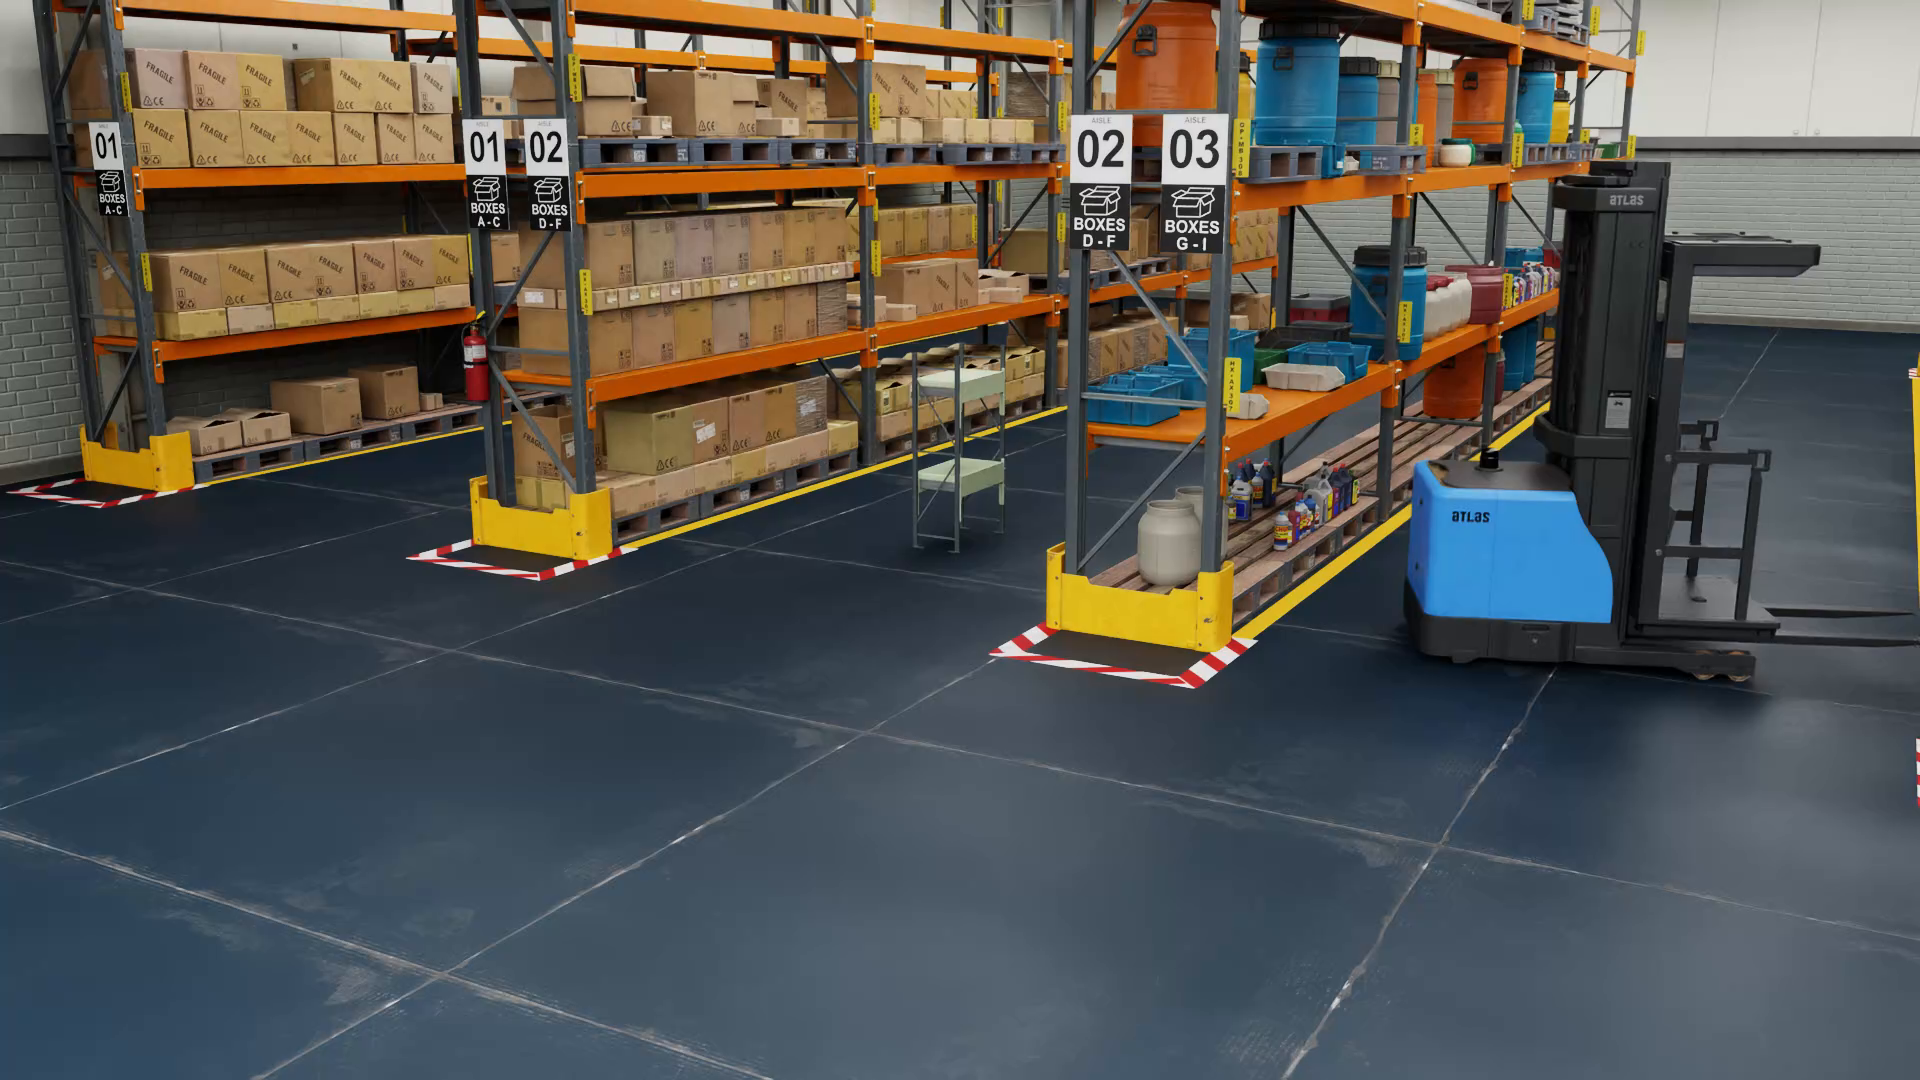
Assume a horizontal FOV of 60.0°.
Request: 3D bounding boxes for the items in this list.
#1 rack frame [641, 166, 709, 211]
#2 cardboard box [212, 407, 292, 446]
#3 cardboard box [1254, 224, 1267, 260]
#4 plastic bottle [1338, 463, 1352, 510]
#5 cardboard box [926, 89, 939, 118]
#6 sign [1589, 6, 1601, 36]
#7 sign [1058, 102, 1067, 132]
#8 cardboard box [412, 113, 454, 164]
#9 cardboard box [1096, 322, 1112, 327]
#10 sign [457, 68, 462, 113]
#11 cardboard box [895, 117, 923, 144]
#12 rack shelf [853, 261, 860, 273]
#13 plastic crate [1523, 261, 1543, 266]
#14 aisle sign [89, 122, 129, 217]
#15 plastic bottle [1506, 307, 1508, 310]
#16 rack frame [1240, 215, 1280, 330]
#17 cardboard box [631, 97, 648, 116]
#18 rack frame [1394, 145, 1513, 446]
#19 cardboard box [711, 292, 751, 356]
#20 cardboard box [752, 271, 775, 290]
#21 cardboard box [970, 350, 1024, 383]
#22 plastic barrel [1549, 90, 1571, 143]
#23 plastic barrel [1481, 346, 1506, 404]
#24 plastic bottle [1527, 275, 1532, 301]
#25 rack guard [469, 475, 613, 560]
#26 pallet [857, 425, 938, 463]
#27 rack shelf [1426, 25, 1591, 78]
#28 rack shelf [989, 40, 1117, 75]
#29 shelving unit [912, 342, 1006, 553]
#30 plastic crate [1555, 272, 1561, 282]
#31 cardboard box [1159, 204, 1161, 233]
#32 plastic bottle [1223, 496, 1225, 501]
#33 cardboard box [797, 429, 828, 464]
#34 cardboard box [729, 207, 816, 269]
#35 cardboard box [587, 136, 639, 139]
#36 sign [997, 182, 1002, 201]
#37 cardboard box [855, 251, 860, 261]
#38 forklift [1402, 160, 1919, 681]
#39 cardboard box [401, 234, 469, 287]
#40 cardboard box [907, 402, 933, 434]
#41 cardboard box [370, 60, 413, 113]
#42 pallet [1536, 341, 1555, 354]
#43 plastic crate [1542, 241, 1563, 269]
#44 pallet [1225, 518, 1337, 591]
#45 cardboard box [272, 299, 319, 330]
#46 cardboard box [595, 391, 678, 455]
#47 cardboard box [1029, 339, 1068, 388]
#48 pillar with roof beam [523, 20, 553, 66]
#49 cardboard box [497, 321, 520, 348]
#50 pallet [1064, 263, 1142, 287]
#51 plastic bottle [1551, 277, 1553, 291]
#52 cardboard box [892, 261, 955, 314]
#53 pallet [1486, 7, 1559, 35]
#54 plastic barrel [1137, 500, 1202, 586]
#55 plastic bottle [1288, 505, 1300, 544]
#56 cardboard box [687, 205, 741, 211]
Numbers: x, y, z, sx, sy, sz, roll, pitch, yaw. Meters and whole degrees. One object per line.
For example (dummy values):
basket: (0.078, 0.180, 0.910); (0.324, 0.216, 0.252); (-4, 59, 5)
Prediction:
rack frame: (-3.674, -3.609, 21.604); (1.000, 3.000, 0.127); (7, 15, 28)
cardboard box: (-6.852, -1.123, 16.091); (0.500, 0.311, 0.500); (9, 16, 33)
cardboard box: (4.306, -4.509, 25.123); (0.500, 0.500, 0.500); (8, 15, 29)
plastic bottle: (3.006, -0.427, 13.120); (0.144, 0.351, 0.185); (7, 15, 27)
cardboard box: (-0.673, -6.755, 25.864); (0.500, 0.500, 0.500); (7, 15, 28)
sign: (7.413, -6.060, 19.414); (0.100, 0.325, 0.005); (7, 15, 28)
sign: (1.146, -4.732, 18.590); (0.100, 0.325, 0.005); (7, 15, 28)
cardboard box: (-5.636, -4.173, 17.286); (0.500, 0.500, 0.500); (8, 16, 30)
cardboard box: (1.655, -2.584, 21.747); (0.500, 0.500, 0.500); (8, 15, 29)
sign: (-3.671, -3.322, 12.292); (0.100, 0.325, 0.005); (7, 15, 28)
cardboard box: (-0.700, -4.056, 16.481); (0.500, 0.250, 0.500); (6, 15, 23)
rack shelf: (-2.707, -3.670, 23.390); (1.077, 0.370, 4.000); (7, 15, 28)
plastic crate: (7.511, -3.600, 21.999); (0.293, 0.136, 0.466); (7, 15, 28)
aisle sign: (-7.313, -3.183, 14.289); (0.394, 0.787, 0.004); (7, 15, 28)
plastic bottle: (5.714, -2.574, 17.573); (0.152, 0.276, 0.135); (7, 15, 28)
rack frame: (4.532, -4.690, 26.087); (1.000, 3.000, 0.127); (7, 15, 28)
cardboard box: (-2.608, -3.475, 13.642); (0.500, 0.311, 0.500); (10, 17, 35)
rack frame: (4.999, -2.487, 16.948); (1.000, 3.000, 0.127); (7, 15, 28)
cardboard box: (-2.220, -1.868, 14.170); (0.700, 0.500, 0.500); (8, 16, 30)
cardboard box: (-1.828, -2.252, 14.376); (0.380, 0.149, 0.250); (8, 16, 30)
cardboard box: (0.381, -1.946, 18.480); (0.500, 0.311, 0.500); (7, 15, 27)
plastic barrel: (6.669, -4.851, 19.057); (0.600, 0.588, 0.600); (0, 14, 0)
plastic barrel: (5.766, -1.853, 18.567); (0.600, 0.588, 0.708); (7, 15, 28)
plastic bottle: (6.355, -2.827, 18.608); (0.061, 0.283, 0.133); (7, 15, 28)
rack guard: (-3.215, -0.187, 12.744); (1.175, 0.500, 0.348); (7, 15, 28)
pallet: (-0.947, -1.028, 16.847); (1.003, 0.211, 1.213); (7, 15, 28)
rack shelf: (5.966, -5.269, 18.078); (1.077, 0.370, 4.000); (7, 15, 28)
rack shelf: (1.631, -5.831, 20.409); (1.077, 0.370, 4.000); (7, 15, 28)
shelving unit: (-0.003, -0.728, 12.852); (0.431, 1.500, 0.755); (7, 15, 28)
plastic crate: (7.282, -3.288, 20.705); (0.396, 0.136, 0.243); (7, 15, 28)
cardboard box: (3.072, -4.469, 22.823); (0.500, 0.500, 0.500); (8, 16, 29)
plastic bottle: (1.925, -0.310, 12.631); (0.144, 0.351, 0.185); (8, 16, 30)
cardboard box: (-1.553, -0.874, 15.230); (0.500, 0.250, 0.500); (7, 15, 28)
cardboard box: (-1.721, -2.712, 14.900); (0.700, 0.500, 0.500); (7, 15, 28)
cardboard box: (-4.382, -4.872, 20.179); (0.797, 0.503, 0.637); (10, 17, 36)
sign: (0.662, -5.864, 27.982); (0.100, 0.325, 0.005); (7, 15, 28)
cardboard box: (-1.656, -4.216, 24.615); (0.380, 0.149, 0.250); (8, 15, 29)
forklift: (4.312, -0.742, 9.855); (3.031, 2.935, 1.130); (2, 14, 8)
cardboard box: (-5.565, -2.958, 17.580); (0.500, 0.500, 0.500); (7, 15, 28)
cardboard box: (-0.609, -1.255, 16.810); (0.500, 0.250, 0.500); (8, 16, 29)
cardboard box: (-5.869, -4.543, 16.690); (0.500, 0.500, 0.500); (8, 16, 31)
pallet: (8.433, -2.608, 23.400); (1.003, 0.211, 1.213); (7, 15, 28)
plastic crate: (7.584, -3.522, 20.980); (0.402, 0.464, 0.583); (7, 15, 28)
pallet: (2.115, 0.074, 12.277); (1.003, 0.211, 1.213); (7, 15, 28)
cardboard box: (-6.537, -2.181, 15.957); (0.500, 0.250, 0.500); (7, 15, 27)
cardboard box: (-2.734, -0.990, 14.111); (0.500, 0.500, 0.500); (7, 15, 28)
cardboard box: (1.135, -2.108, 19.774); (0.500, 0.500, 0.500); (8, 16, 30)
pillar with roof beam: (-1.291, -5.869, 18.178); (9.100, 9.000, 0.400); (7, 15, 28)
cardboard box: (-5.056, -2.395, 19.364); (0.500, 0.250, 0.500); (7, 15, 27)
pallet: (1.600, -3.355, 20.959); (1.003, 0.211, 1.213); (7, 15, 28)
plastic bottle: (6.993, -3.066, 19.777); (0.097, 0.201, 0.097); (0, 14, 0)
cardboard box: (-0.387, -2.643, 17.384); (0.500, 0.500, 0.500); (7, 15, 28)
pallet: (5.374, -5.261, 16.914); (1.213, 0.211, 1.003); (7, 15, 28)
plastic barrel: (1.383, 0.016, 10.979); (0.421, 0.512, 0.421); (0, 14, 0)
plastic bottle: (2.406, -0.120, 11.988); (0.061, 0.283, 0.133); (8, 16, 29)
cardboard box: (-3.215, -4.247, 21.757); (0.500, 0.250, 0.500); (8, 16, 29)
